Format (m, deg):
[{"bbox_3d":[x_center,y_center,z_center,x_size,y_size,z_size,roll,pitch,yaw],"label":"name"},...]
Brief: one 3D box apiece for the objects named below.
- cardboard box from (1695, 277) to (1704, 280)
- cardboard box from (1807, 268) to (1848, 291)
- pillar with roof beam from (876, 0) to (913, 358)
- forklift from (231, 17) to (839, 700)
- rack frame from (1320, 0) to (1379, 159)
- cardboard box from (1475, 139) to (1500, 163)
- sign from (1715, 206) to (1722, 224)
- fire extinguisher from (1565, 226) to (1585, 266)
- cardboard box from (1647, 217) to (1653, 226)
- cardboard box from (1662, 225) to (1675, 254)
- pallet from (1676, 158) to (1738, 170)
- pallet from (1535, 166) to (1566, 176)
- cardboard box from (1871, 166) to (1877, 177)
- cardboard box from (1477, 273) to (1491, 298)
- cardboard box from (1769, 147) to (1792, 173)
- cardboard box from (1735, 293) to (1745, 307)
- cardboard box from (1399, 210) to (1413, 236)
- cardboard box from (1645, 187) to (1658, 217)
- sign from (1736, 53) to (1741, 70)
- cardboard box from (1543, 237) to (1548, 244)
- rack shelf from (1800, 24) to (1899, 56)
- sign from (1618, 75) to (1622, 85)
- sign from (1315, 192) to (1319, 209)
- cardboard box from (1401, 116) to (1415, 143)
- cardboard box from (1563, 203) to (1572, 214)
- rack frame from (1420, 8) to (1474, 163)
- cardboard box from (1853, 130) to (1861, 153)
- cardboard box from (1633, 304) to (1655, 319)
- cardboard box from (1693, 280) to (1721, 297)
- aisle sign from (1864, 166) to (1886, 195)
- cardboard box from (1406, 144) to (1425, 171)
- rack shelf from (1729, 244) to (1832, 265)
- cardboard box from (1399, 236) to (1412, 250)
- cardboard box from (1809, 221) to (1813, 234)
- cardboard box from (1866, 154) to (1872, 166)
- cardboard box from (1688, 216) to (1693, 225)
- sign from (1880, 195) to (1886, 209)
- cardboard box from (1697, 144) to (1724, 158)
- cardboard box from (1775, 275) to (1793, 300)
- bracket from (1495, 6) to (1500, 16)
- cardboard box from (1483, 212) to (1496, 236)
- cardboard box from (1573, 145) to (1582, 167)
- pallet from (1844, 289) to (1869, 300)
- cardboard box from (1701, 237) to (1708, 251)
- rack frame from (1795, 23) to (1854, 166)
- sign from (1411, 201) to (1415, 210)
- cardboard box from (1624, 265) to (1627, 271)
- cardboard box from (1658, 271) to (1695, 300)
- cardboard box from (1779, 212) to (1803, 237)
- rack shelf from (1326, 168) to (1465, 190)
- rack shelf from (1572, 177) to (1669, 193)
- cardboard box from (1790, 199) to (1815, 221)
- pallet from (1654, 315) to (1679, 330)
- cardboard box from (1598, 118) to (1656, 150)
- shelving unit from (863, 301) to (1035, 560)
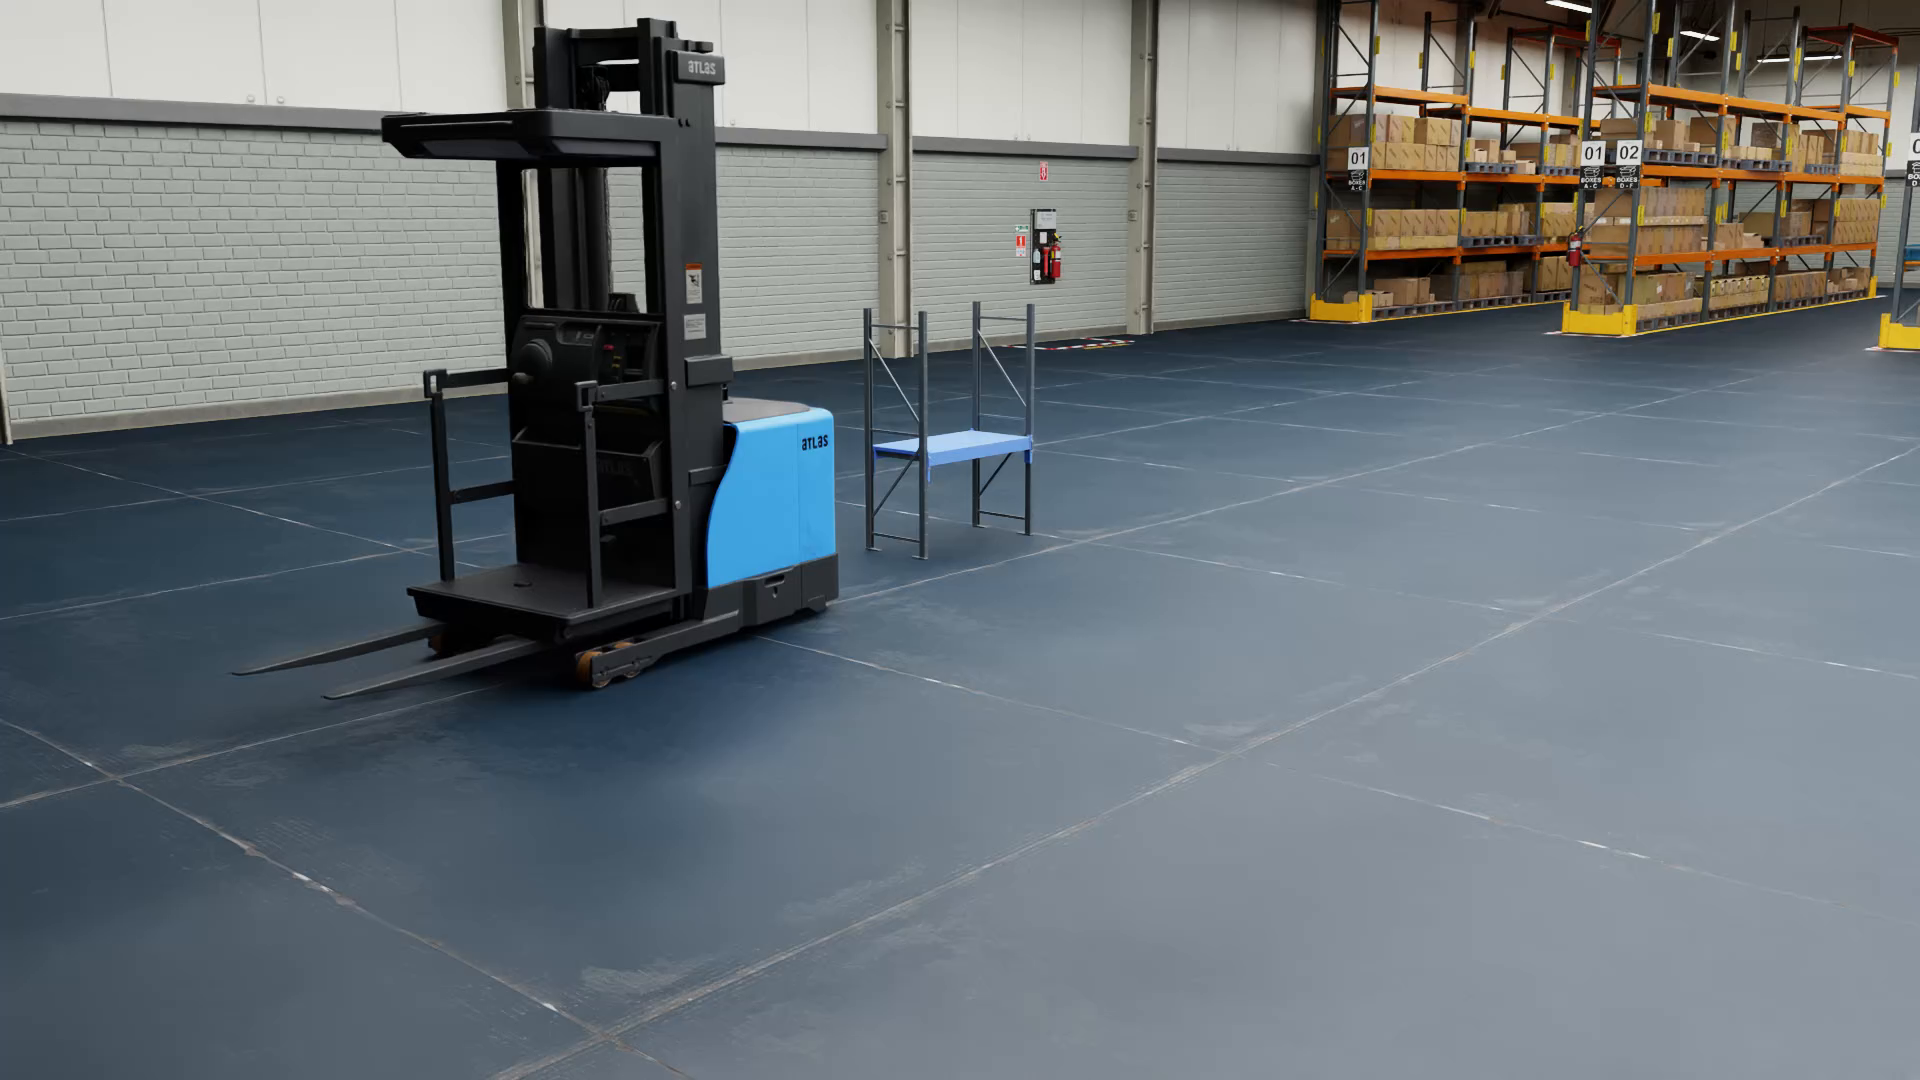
[{"bbox_3d":[14.283,-4.979,32.499,0.500,0.311,0.500,10,15,40],"label":"cardboard box"},{"bbox_3d":[20.079,-6.045,38.570,0.797,0.503,0.637,10,15,40],"label":"cardboard box"},{"bbox_3d":[2.322,-6.486,20.208,9.100,9.000,0.400,10,15,40],"label":"pillar with roof beam"},{"bbox_3d":[-1.883,-0.883,7.651,1.130,2.935,3.031,8,14,33],"label":"forklift"},{"bbox_3d":[7.198,-8.593,30.759,1.000,3.000,0.127,10,15,40],"label":"rack frame"},{"bbox_3d":[11.073,-8.217,35.207,0.500,0.500,0.500,9,14,38],"label":"cardboard box"},{"bbox_3d":[13.979,-5.991,30.638,0.100,0.325,0.005,10,15,40],"label":"sign"},{"bbox_3d":[10.494,-5.016,28.364,0.296,0.674,0.183,10,15,40],"label":"fire extinguisher"},{"bbox_3d":[11.680,-5.484,28.598,0.380,0.149,0.250,10,15,41],"label":"cardboard box"},{"bbox_3d":[12.259,-5.355,29.610,0.700,0.500,0.500,10,15,42],"label":"cardboard box"},{"bbox_3d":[14.134,-7.108,31.472,0.805,0.209,1.217,9,14,38],"label":"pallet"},{"bbox_3d":[12.864,-8.308,37.473,1.213,0.211,1.003,11,16,43],"label":"pallet"},{"bbox_3d":[21.004,-8.581,38.739,0.500,0.250,0.500,10,15,40],"label":"cardboard box"},{"bbox_3d":[10.982,-5.492,35.810,0.700,0.500,0.500,10,15,41],"label":"cardboard box"},{"bbox_3d":[16.465,-7.777,34.075,0.910,0.500,0.500,10,15,40],"label":"cardboard box"},{"bbox_3d":[15.029,-4.711,32.587,0.500,0.250,0.500,10,15,41],"label":"cardboard box"},{"bbox_3d":[8.418,-6.133,32.177,0.500,0.500,0.500,9,14,39],"label":"cardboard box"},{"bbox_3d":[11.617,-5.849,28.771,0.700,0.500,0.500,9,15,39],"label":"cardboard box"},{"bbox_3d":[15.788,-9.696,33.693,0.100,0.325,0.005,10,15,40],"label":"sign"},{"bbox_3d":[13.043,-6.769,37.534,0.380,0.149,0.250,10,15,41],"label":"cardboard box"},{"bbox_3d":[20.163,-11.290,37.612,1.077,0.370,4.000,10,15,40],"label":"rack shelf"},{"bbox_3d":[15.534,-10.787,39.156,0.100,0.325,0.005,10,15,40],"label":"sign"},{"bbox_3d":[6.794,-6.449,31.576,0.100,0.325,0.005,10,15,40],"label":"sign"},{"bbox_3d":[8.333,-7.841,31.791,0.500,0.500,0.500,10,15,42],"label":"cardboard box"},{"bbox_3d":[13.653,-7.587,38.060,0.500,0.250,0.500,10,15,41],"label":"cardboard box"},{"bbox_3d":[9.838,-9.181,33.705,1.000,3.000,0.127,10,15,40],"label":"rack frame"},{"bbox_3d":[19.897,-8.993,37.612,0.700,0.500,0.500,10,15,40],"label":"cardboard box"},{"bbox_3d":[11.770,-3.993,28.992,0.500,0.250,0.500,10,15,40],"label":"cardboard box"},{"bbox_3d":[14.021,-4.761,31.405,0.500,0.311,0.500,10,15,41],"label":"cardboard box"},{"bbox_3d":[21.758,-8.610,39.526,0.394,0.787,0.004,10,15,40],"label":"aisle sign"},{"bbox_3d":[8.665,-7.431,32.291,0.500,0.500,0.500,11,16,44],"label":"cardboard box"},{"bbox_3d":[17.522,-6.130,35.579,1.077,0.370,4.000,10,15,40],"label":"rack shelf"},{"bbox_3d":[8.431,-5.771,32.276,0.500,0.250,0.500,9,15,39],"label":"cardboard box"},{"bbox_3d":[18.980,-6.932,37.506,0.500,0.500,0.500,10,15,41],"label":"cardboard box"},{"bbox_3d":[20.673,-8.753,38.322,0.500,0.250,0.500,10,15,40],"label":"cardboard box"},{"bbox_3d":[13.035,-5.785,30.107,0.380,0.149,0.250,10,15,40],"label":"cardboard box"},{"bbox_3d":[21.887,-8.013,39.410,0.100,0.325,0.005,10,15,40],"label":"sign"},{"bbox_3d":[13.975,-7.292,31.216,0.500,0.250,0.500,-10,15,-42],"label":"cardboard box"},{"bbox_3d":[17.059,-5.286,34.777,0.500,0.500,0.500,9,14,38],"label":"cardboard box"},{"bbox_3d":[11.511,-11.471,35.977,0.235,0.232,0.430,10,15,40],"label":"bracket"},{"bbox_3d":[10.985,-6.757,35.505,0.500,0.500,0.700,-10,15,-40],"label":"cardboard box"},{"bbox_3d":[14.137,-8.947,38.810,0.700,0.500,0.500,9,15,39],"label":"cardboard box"},{"bbox_3d":[20.907,-5.869,39.558,1.003,0.211,1.213,10,15,40],"label":"pallet"},{"bbox_3d":[13.854,-5.604,31.494,0.500,0.250,0.500,11,16,44],"label":"cardboard box"},{"bbox_3d":[18.842,-9.719,36.394,1.000,3.000,0.127,10,15,40],"label":"rack frame"},{"bbox_3d":[9.419,-6.879,34.536,0.100,0.325,0.005,10,15,40],"label":"sign"},{"bbox_3d":[16.364,-6.642,41.618,0.700,0.500,0.500,10,15,42],"label":"cardboard box"},{"bbox_3d":[13.081,-4.656,30.400,0.500,0.500,0.500,10,15,40],"label":"cardboard box"},{"bbox_3d":[17.280,-6.660,35.071,0.500,0.500,0.700,-9,14,-37],"label":"cardboard box"},{"bbox_3d":[8.518,-7.064,32.596,1.077,0.370,4.000,10,15,40],"label":"rack shelf"},{"bbox_3d":[16.439,-8.829,41.436,1.077,0.370,4.000,10,15,40],"label":"rack shelf"},{"bbox_3d":[18.982,-7.424,37.414,0.500,0.500,0.500,10,15,41],"label":"cardboard box"},{"bbox_3d":[12.200,-3.940,29.900,1.003,0.211,1.213,10,15,40],"label":"pallet"},{"bbox_3d":[11.304,-6.891,28.204,0.637,0.503,0.797,-11,16,-44],"label":"cardboard box"},{"bbox_3d":[-0.056,-0.723,10.501,0.538,1.500,1.048,10,15,40],"label":"shelving unit"}]
